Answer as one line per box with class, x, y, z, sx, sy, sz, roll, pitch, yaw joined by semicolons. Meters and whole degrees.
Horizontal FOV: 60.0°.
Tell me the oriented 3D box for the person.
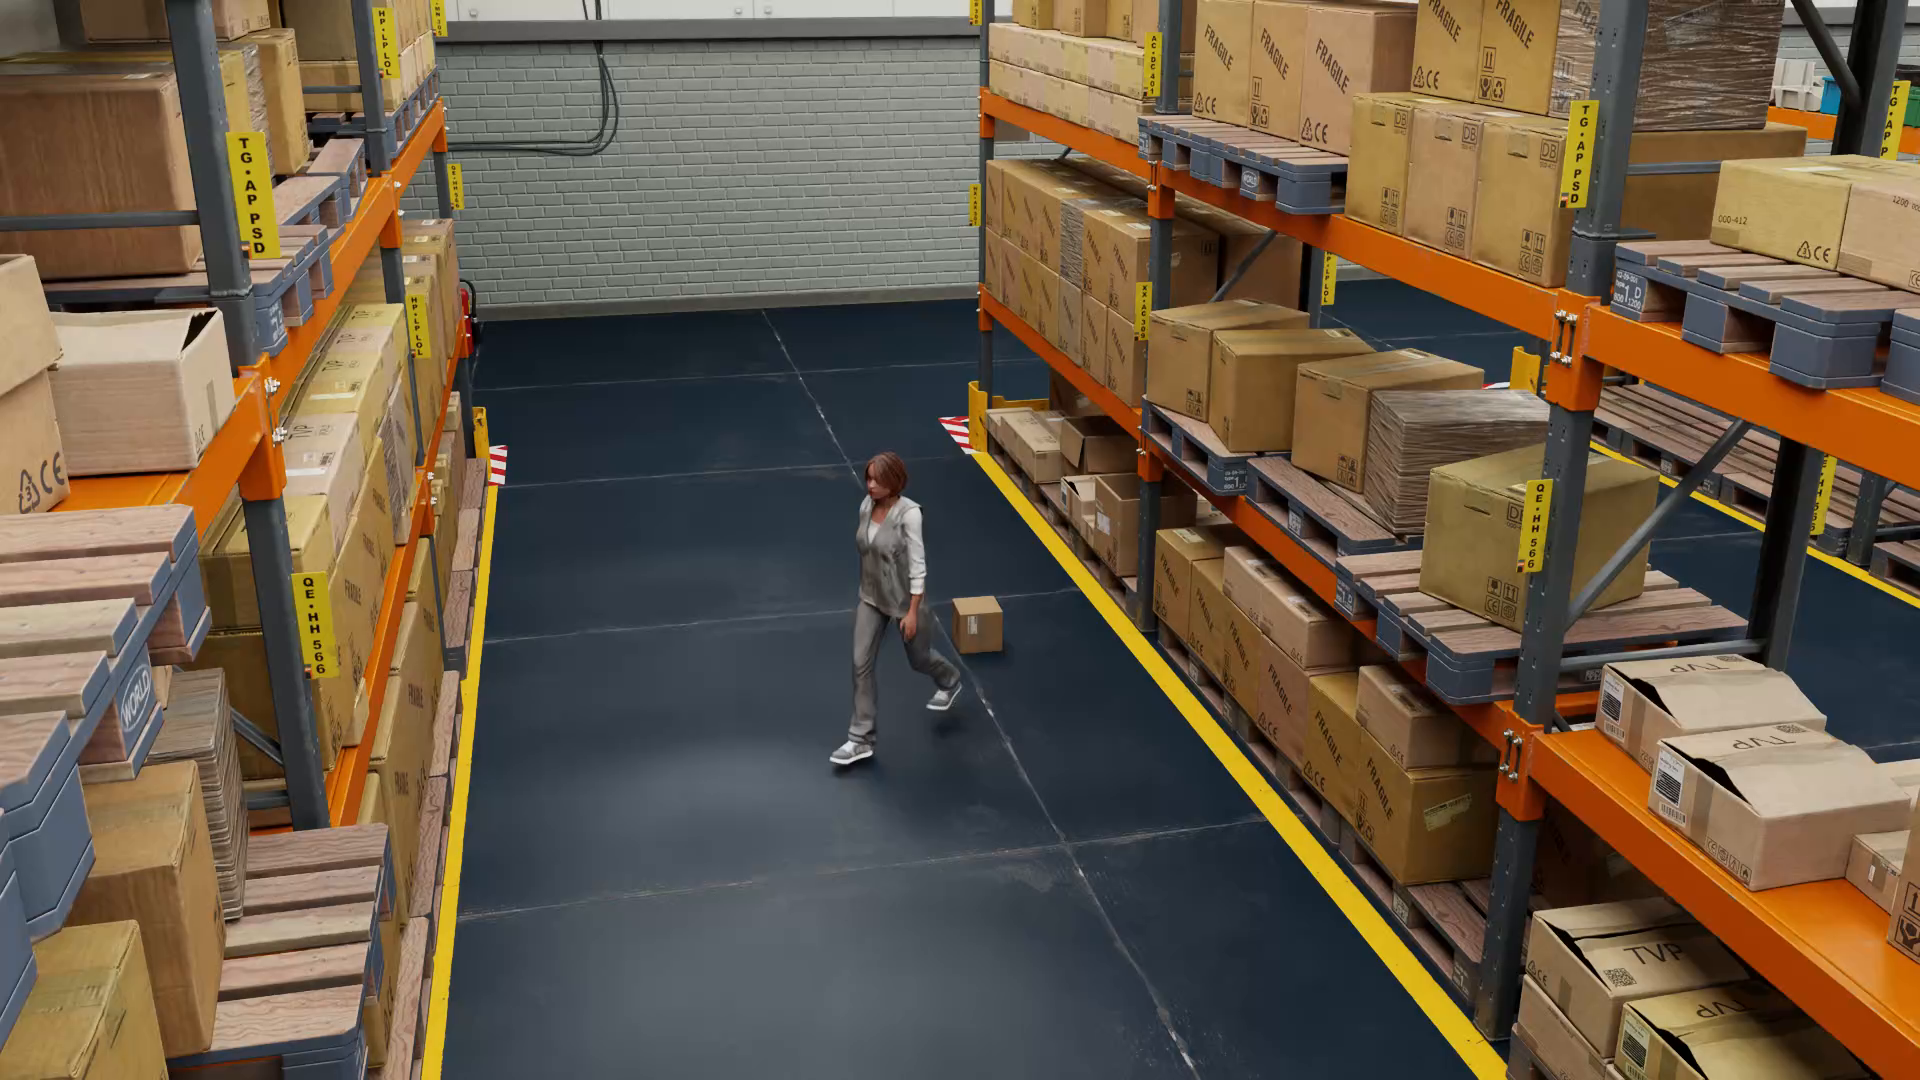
person;-0.308;0.291;8.282;0.420;1.548;0.945;13;24;32
